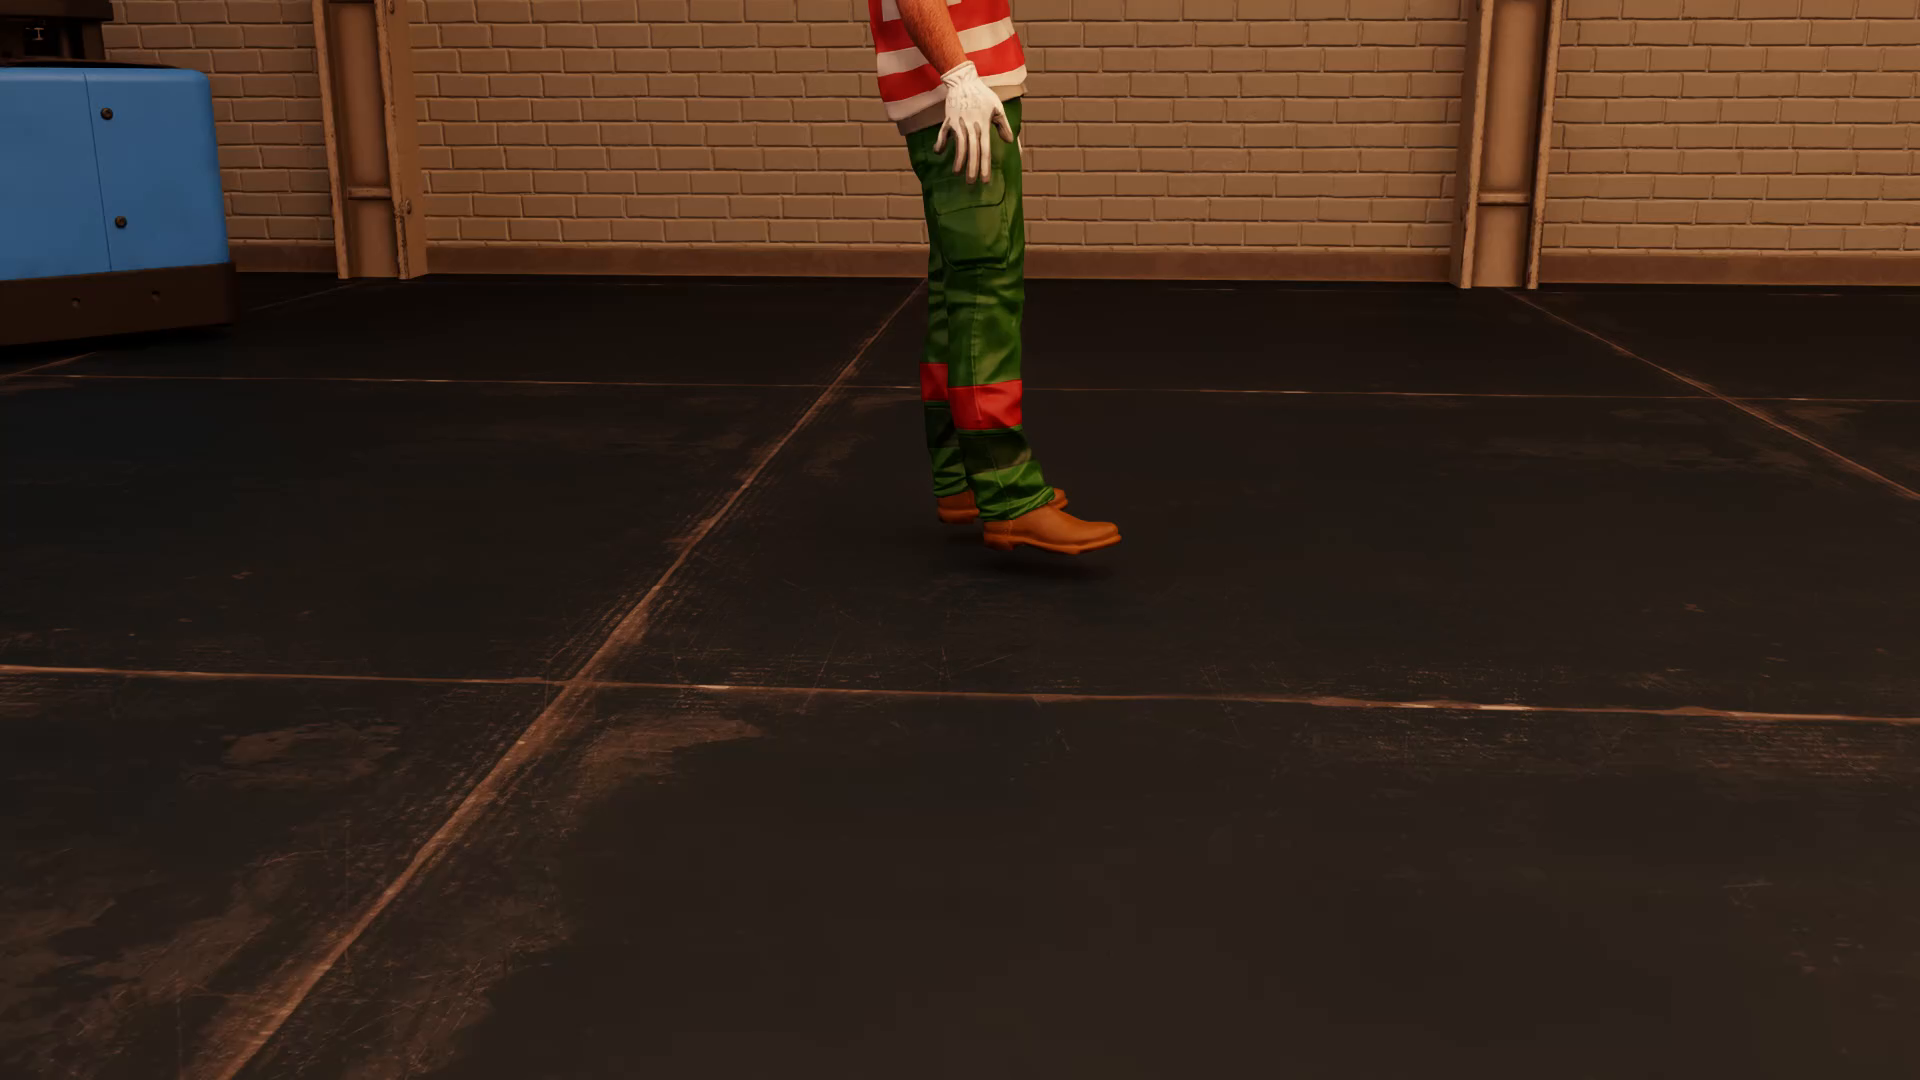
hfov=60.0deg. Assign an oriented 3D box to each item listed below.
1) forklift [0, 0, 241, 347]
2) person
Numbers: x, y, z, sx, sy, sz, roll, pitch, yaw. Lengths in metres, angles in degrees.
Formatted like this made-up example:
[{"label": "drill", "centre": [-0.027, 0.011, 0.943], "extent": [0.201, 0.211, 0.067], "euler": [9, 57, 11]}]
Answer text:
[{"label": "forklift", "centre": [-4.420, -2.410, 7.095], "extent": [3.031, 2.935, 1.130], "euler": [13, 20, 39]}, {"label": "person", "centre": [0.078, -0.904, 3.549], "extent": [0.564, 1.787, 0.637], "euler": [1, 15, 4]}]
